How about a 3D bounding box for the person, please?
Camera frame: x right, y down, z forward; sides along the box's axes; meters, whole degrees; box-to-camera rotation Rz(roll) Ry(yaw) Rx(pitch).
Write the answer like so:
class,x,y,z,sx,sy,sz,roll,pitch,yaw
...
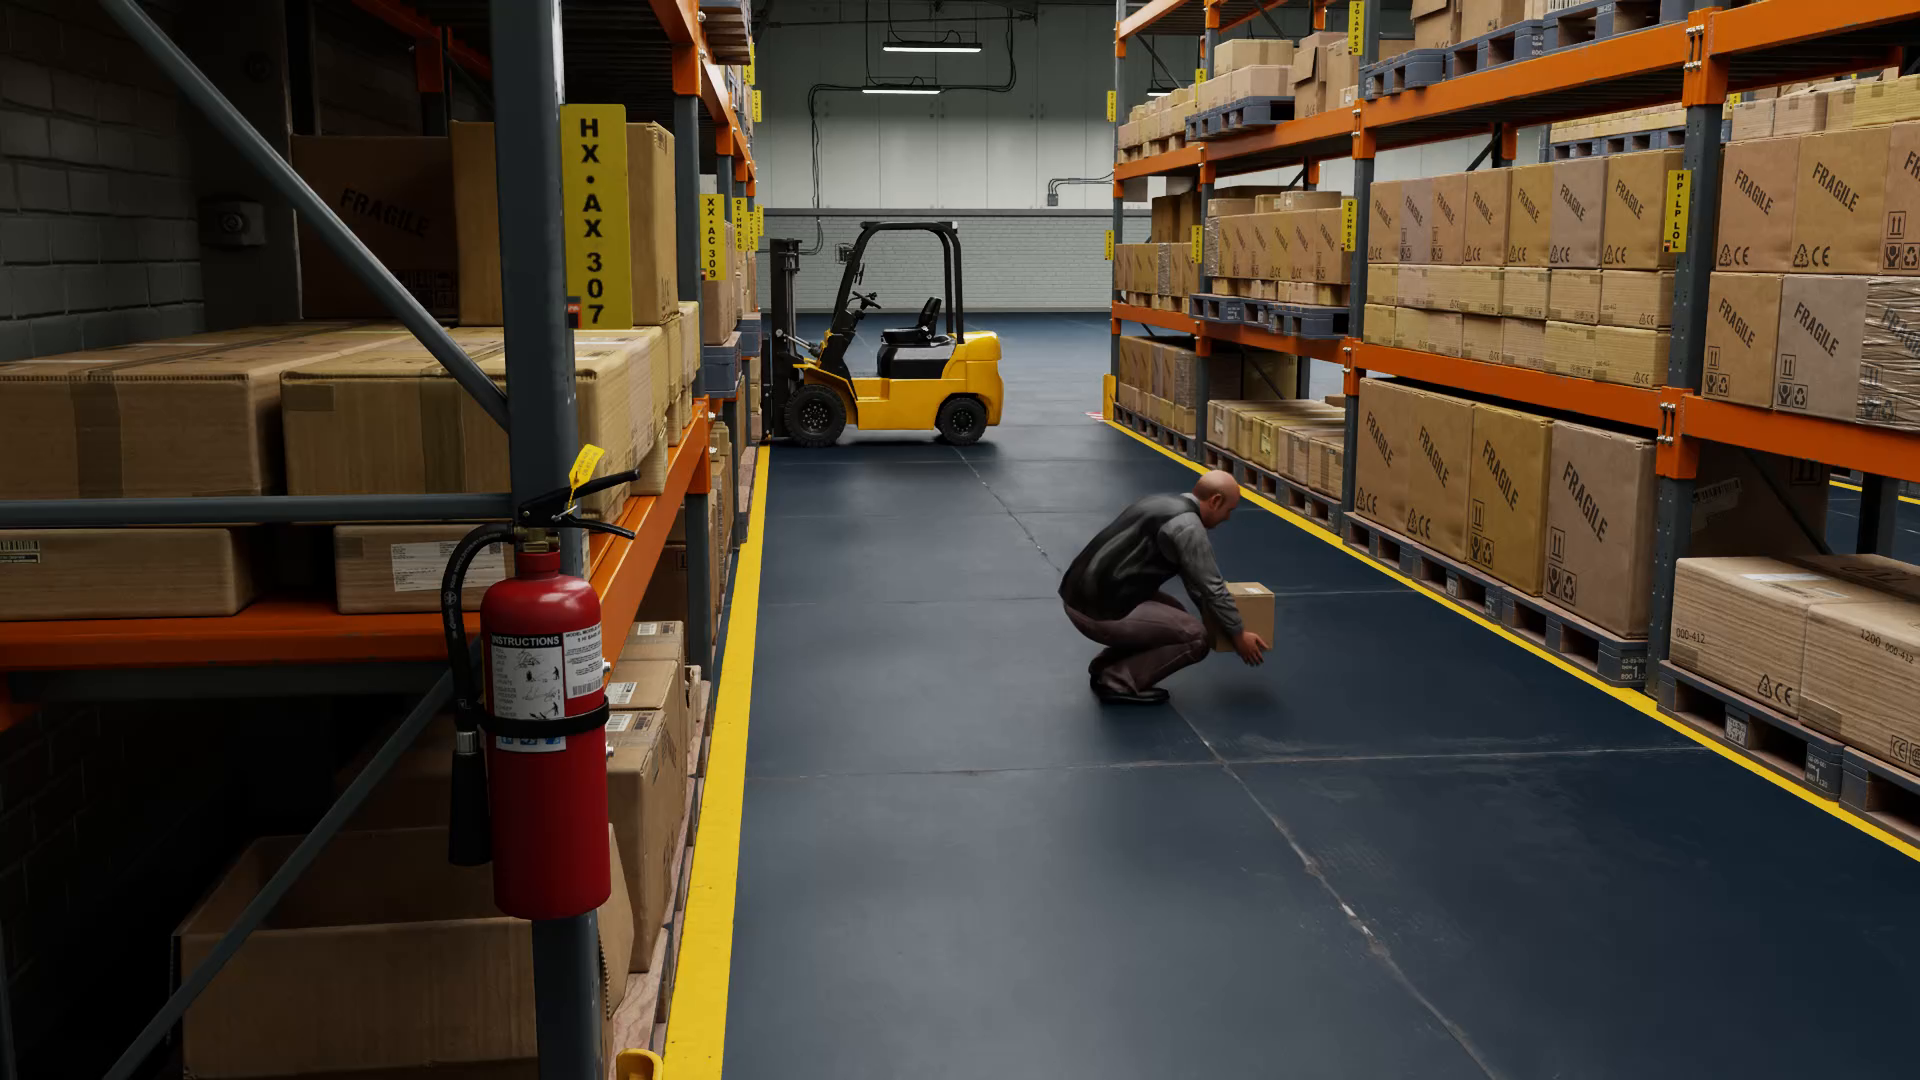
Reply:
class,x,y,z,sx,sy,sz,roll,pitch,yaw
person,0.861,0.189,7.124,0.868,0.967,0.528,-1,10,-6
